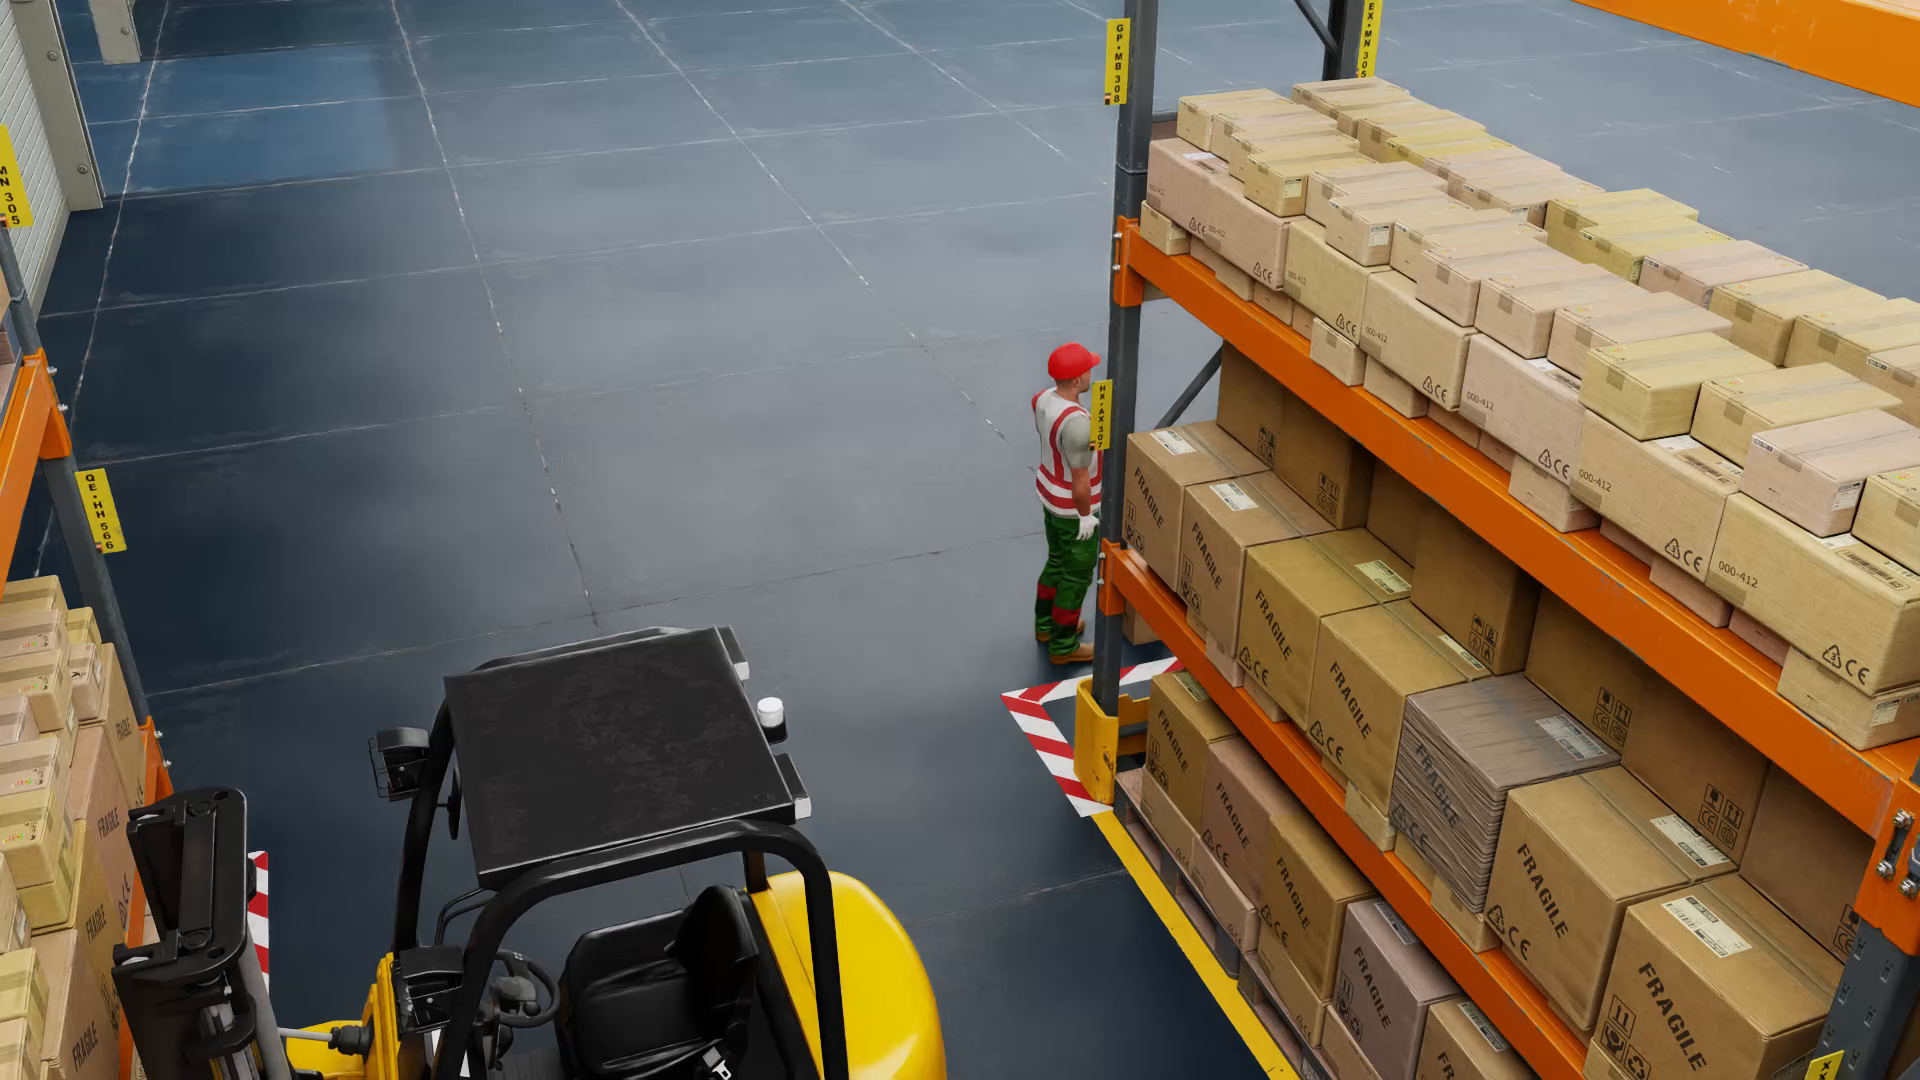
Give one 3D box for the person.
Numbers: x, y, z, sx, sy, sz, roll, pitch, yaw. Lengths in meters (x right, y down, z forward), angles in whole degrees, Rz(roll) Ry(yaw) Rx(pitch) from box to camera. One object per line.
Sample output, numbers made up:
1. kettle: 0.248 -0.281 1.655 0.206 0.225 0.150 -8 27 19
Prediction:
1. person: 0.572 -0.198 8.673 0.344 1.787 0.523 -10 31 -16
